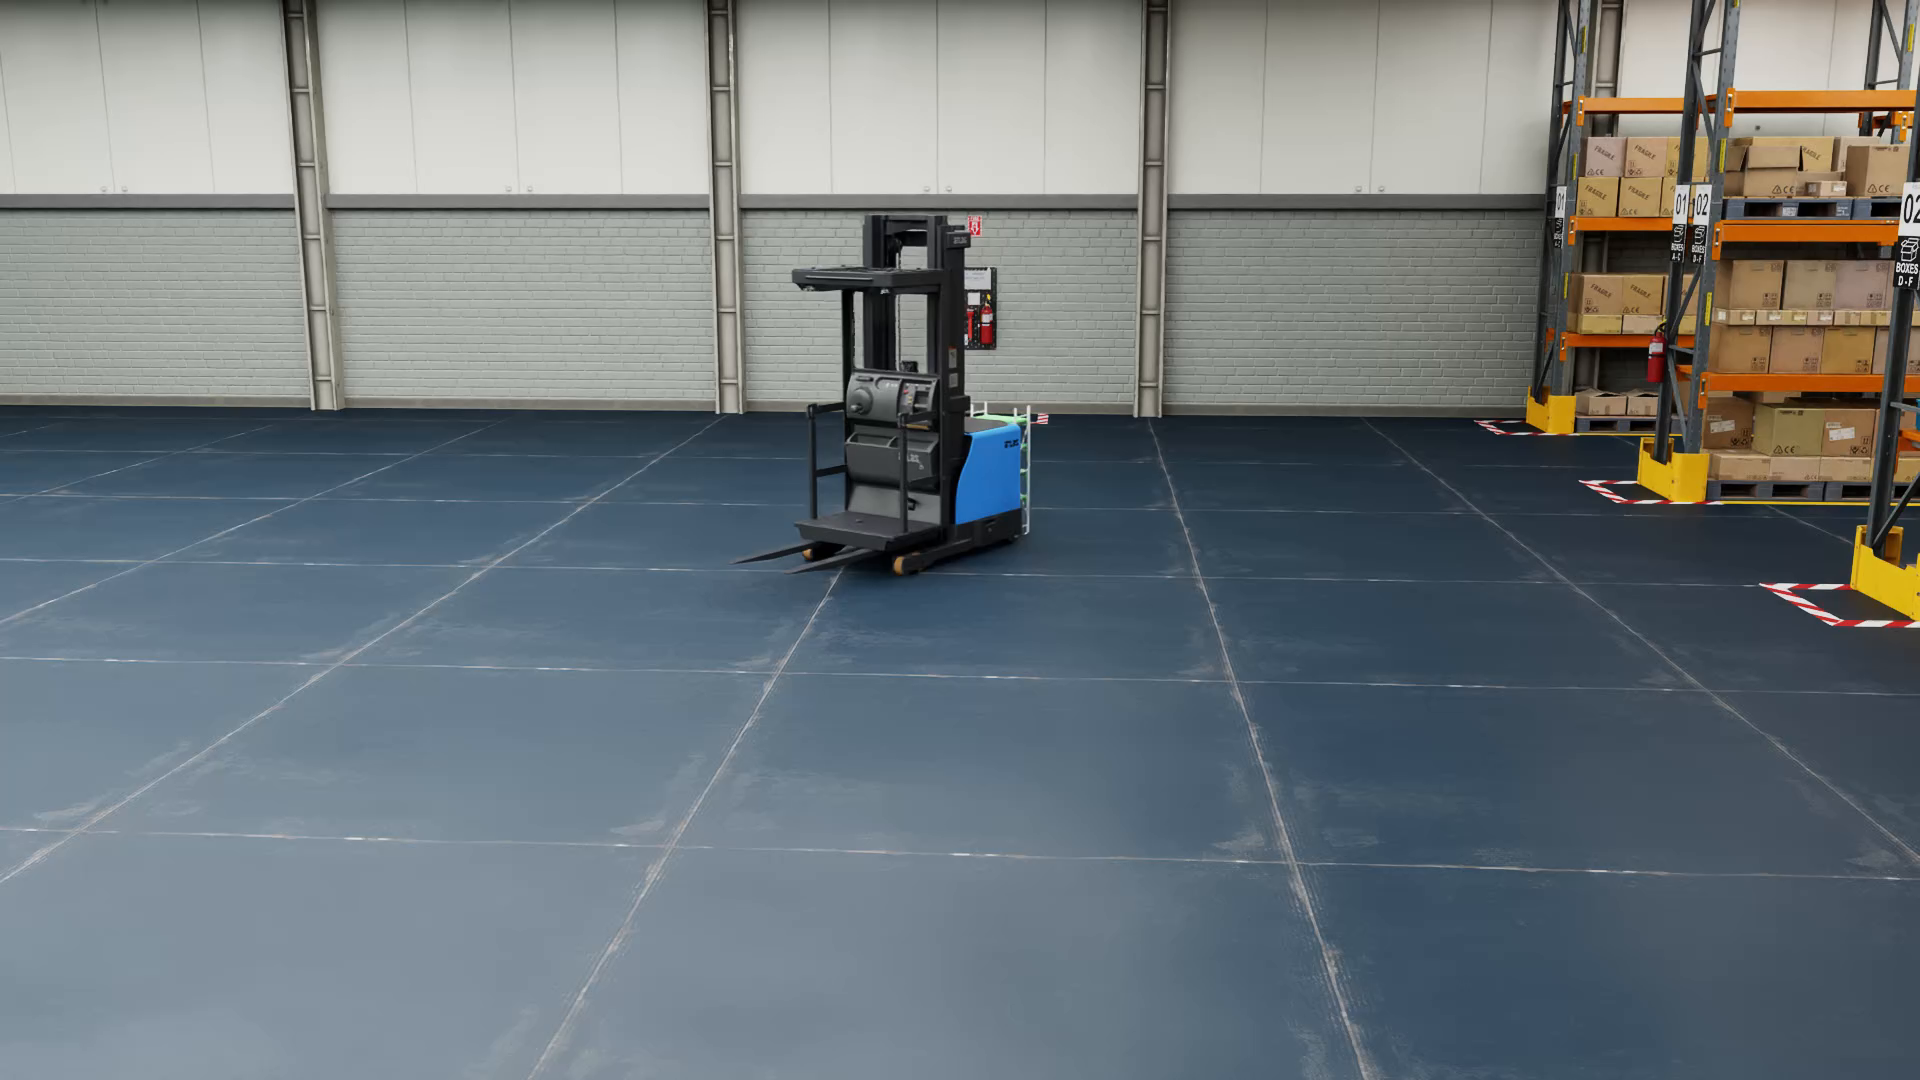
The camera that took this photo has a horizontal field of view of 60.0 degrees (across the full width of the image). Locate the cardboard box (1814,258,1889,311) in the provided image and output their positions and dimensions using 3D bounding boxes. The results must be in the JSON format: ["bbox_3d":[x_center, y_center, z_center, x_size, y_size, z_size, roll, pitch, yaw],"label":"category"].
[{"bbox_3d":[9.122,-2.639,17.127,0.500,0.500,0.700,1,12,4],"label":"cardboard box"}]

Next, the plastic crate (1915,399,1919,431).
[{"bbox_3d":[7.760,-0.947,12.815,0.616,0.251,0.499,1,12,4],"label":"plastic crate"}]

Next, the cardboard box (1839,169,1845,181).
[{"bbox_3d":[9.297,-3.707,17.168,0.500,0.311,0.500,2,12,10],"label":"cardboard box"}]

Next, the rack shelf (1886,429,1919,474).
[{"bbox_3d":[9.237,-0.586,12.483,4.000,0.370,1.077,1,12,4],"label":"rack shelf"}]

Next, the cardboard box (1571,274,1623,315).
[{"bbox_3d":[8.359,-3.225,21.827,0.500,0.500,0.500,1,12,4],"label":"cardboard box"}]

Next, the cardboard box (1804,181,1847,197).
[{"bbox_3d":[8.738,-3.545,16.790,0.250,0.149,0.380,1,12,4],"label":"cardboard box"}]

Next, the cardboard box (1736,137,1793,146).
[{"bbox_3d":[10.307,-4.913,21.350,0.500,0.500,0.500,0,12,2],"label":"cardboard box"}]

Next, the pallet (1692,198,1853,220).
[{"bbox_3d":[8.279,-3.388,17.008,1.213,0.211,1.003,1,12,4],"label":"pallet"}]

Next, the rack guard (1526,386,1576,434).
[{"bbox_3d":[7.979,-1.765,22.467,0.348,0.500,1.175,1,12,4],"label":"rack guard"}]

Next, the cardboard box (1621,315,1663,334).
[{"bbox_3d":[8.888,-2.850,21.867,0.500,0.250,0.500,0,12,2],"label":"cardboard box"}]

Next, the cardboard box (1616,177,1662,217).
[{"bbox_3d":[8.753,-4.446,21.560,0.500,0.500,0.500,2,12,8],"label":"cardboard box"}]

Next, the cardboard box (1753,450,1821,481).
[{"bbox_3d":[8.595,-0.778,17.335,0.500,0.250,0.500,1,12,4],"label":"cardboard box"}]

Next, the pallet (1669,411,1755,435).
[{"bbox_3d":[10.001,-1.588,22.326,1.213,0.211,1.003,1,12,4],"label":"pallet"}]

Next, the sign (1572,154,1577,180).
[{"bbox_3d":[7.867,-4.775,21.289,0.005,0.325,0.100,1,12,4],"label":"sign"}]

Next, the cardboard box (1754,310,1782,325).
[{"bbox_3d":[8.216,-2.292,17.050,0.250,0.149,0.380,0,12,2],"label":"cardboard box"}]

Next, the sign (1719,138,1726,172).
[{"bbox_3d":[7.533,-3.799,16.431,0.005,0.325,0.100,1,12,4],"label":"sign"}]

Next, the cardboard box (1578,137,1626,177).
[{"bbox_3d":[8.271,-4.951,21.532,0.500,0.500,0.500,0,12,0],"label":"cardboard box"}]

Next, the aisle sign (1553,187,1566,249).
[{"bbox_3d":[7.811,-4.202,21.661,0.004,0.787,0.394,1,12,4],"label":"aisle sign"}]

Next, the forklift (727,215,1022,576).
[{"bbox_3d":[-0.709,-1.248,14.056,1.130,2.935,3.031,8,15,35],"label":"forklift"}]

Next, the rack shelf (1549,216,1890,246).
[{"bbox_3d":[9.899,-4.078,21.851,4.000,0.370,1.077,1,12,4],"label":"rack shelf"}]

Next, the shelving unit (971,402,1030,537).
[{"bbox_3d":[0.372,-0.660,15.476,0.503,1.200,0.258,8,14,35],"label":"shelving unit"}]

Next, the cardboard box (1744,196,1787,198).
[{"bbox_3d":[10.315,-4.428,21.471,0.500,0.500,0.500,0,12,2],"label":"cardboard box"}]

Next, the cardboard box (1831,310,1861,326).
[{"bbox_3d":[8.983,-2.281,16.999,0.250,0.149,0.380,0,12,2],"label":"cardboard box"}]

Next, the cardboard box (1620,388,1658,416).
[{"bbox_3d":[9.156,-1.853,22.275,0.500,0.311,0.500,2,12,8],"label":"cardboard box"}]

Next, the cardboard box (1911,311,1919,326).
[{"bbox_3d":[9.749,-2.270,16.947,0.250,0.149,0.380,1,12,6],"label":"cardboard box"}]

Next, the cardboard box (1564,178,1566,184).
[{"bbox_3d":[8.336,-4.563,22.116,0.500,0.500,0.500,2,12,8],"label":"cardboard box"}]

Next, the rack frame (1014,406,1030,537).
[{"bbox_3d":[0.570,-0.631,15.336,0.015,1.200,0.240,8,14,35],"label":"rack frame"}]

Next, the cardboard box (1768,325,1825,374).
[{"bbox_3d":[8.565,-2.011,17.295,0.500,0.500,0.700,1,12,5],"label":"cardboard box"}]

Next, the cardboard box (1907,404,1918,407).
[{"bbox_3d":[10.092,-1.126,17.168,0.500,0.500,0.500,1,12,4],"label":"cardboard box"}]

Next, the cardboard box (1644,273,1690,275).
[{"bbox_3d":[9.405,-3.315,22.257,0.500,0.500,0.500,0,12,2],"label":"cardboard box"}]

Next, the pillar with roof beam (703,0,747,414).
[{"bbox_3d":[-3.602,-5.378,18.981,0.400,9.000,9.100,1,12,4],"label":"pillar with roof beam"}]

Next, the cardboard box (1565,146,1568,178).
[{"bbox_3d":[8.351,-5.053,22.021,0.500,0.500,0.500,1,12,6],"label":"cardboard box"}]

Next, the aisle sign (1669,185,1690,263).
[{"bbox_3d":[7.530,-3.311,17.402,0.004,0.787,0.394,1,12,4],"label":"aisle sign"}]

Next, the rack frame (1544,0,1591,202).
[{"bbox_3d":[7.903,-5.926,21.601,0.127,3.000,1.000,1,12,4],"label":"rack frame"}]

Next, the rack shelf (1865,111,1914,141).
[{"bbox_3d":[13.890,-5.296,21.324,4.000,0.370,1.077,1,12,4],"label":"rack shelf"}]

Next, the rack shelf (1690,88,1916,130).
[{"bbox_3d":[9.571,-4.339,16.747,4.000,0.370,1.077,1,12,4],"label":"rack shelf"}]

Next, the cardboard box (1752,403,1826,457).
[{"bbox_3d":[8.595,-1.145,17.256,0.500,0.500,0.500,1,12,4],"label":"cardboard box"}]

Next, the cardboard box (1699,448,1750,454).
[{"bbox_3d":[8.131,-0.890,17.870,0.500,0.250,0.500,1,12,4],"label":"cardboard box"}]

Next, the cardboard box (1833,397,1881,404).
[{"bbox_3d":[9.628,-1.240,17.710,0.500,0.500,0.500,1,12,4],"label":"cardboard box"}]

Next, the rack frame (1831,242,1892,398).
[{"bbox_3d":[11.894,-2.935,21.954,0.127,3.000,1.000,1,12,4],"label":"rack frame"}]

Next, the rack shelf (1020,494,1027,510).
[{"bbox_3d":[0.372,-0.363,15.538,0.480,0.148,0.258,8,14,35],"label":"rack shelf"}]

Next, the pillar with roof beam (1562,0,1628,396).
[{"bbox_3d":[8.372,-5.214,18.196,0.400,9.000,9.100,1,12,4],"label":"pillar with roof beam"}]
